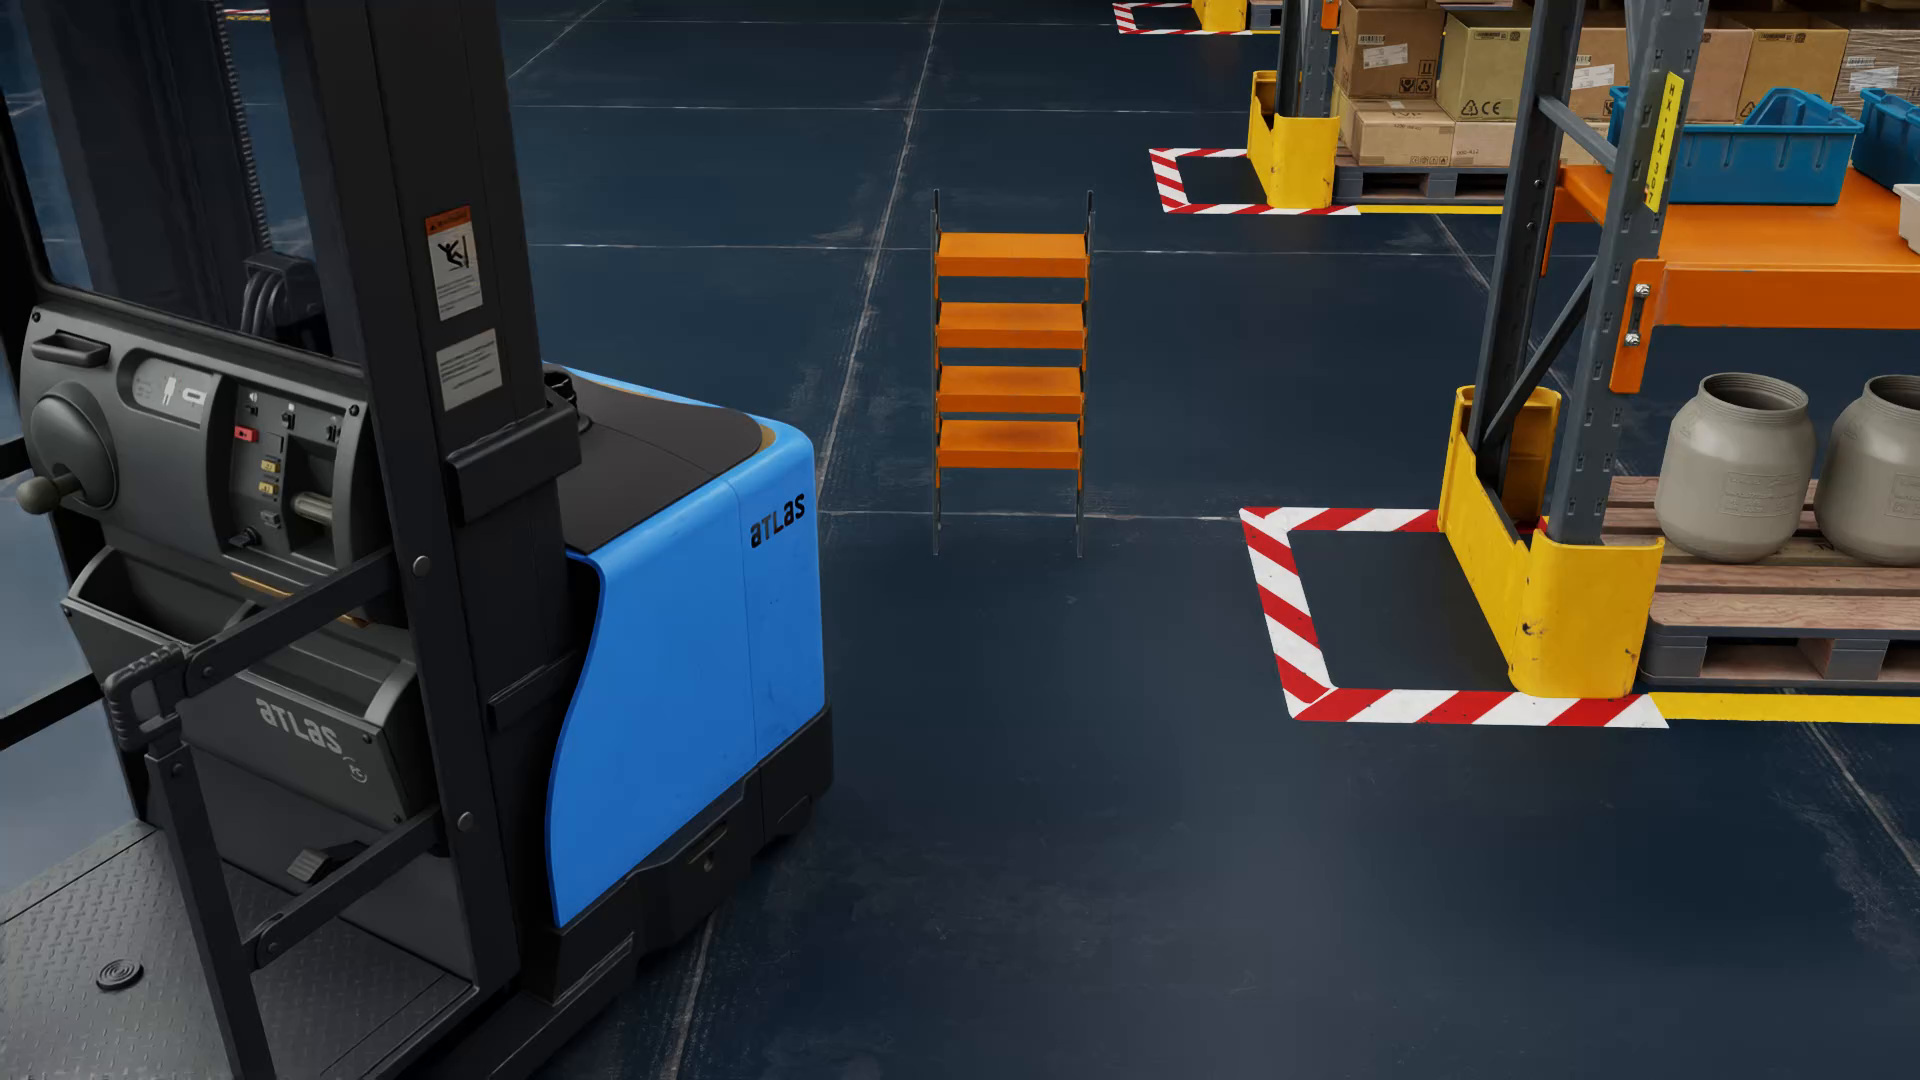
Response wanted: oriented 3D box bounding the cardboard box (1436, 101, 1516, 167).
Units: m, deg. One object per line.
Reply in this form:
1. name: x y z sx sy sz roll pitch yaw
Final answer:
1. cardboard box: 2.963 -2.284 9.343 0.500 0.250 0.500 1 28 2

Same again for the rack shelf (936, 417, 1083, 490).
1. rack shelf: 0.165 -0.293 5.588 0.480 0.148 0.258 1 28 2

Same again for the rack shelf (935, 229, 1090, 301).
1. rack shelf: 0.165 -0.875 5.280 0.480 0.148 0.258 1 28 2

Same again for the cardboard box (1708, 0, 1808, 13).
1. cardboard box: 4.481 -2.839 9.590 0.500 0.500 0.500 1 28 2

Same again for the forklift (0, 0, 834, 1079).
1. forklift: -1.519 -0.135 2.875 1.130 2.935 3.031 16 32 27

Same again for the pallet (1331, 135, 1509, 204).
1. pallet: 2.701 -2.208 9.689 1.213 0.211 1.003 1 28 2

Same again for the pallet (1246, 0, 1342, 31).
1. pallet: 2.993 -4.488 13.991 1.213 0.211 1.003 1 28 2

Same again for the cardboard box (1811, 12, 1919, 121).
1. cardboard box: 4.962 -2.588 9.116 0.500 0.500 0.500 1 28 2

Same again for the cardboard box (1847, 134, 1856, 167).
1. cardboard box: 4.962 -2.256 9.290 0.500 0.250 0.500 1 28 2

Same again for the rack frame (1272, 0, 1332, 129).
1. rack frame: 1.935 -3.433 9.023 0.127 3.000 1.000 1 28 2

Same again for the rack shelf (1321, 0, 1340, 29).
1. rack shelf: 3.934 -3.082 9.129 4.000 0.370 1.077 1 28 2

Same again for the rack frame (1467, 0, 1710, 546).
1. rack frame: 1.756 -1.114 4.649 0.127 3.000 1.000 1 28 2

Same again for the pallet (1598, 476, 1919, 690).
1. pallet: 2.646 0.113 5.312 1.213 0.211 1.003 1 28 2

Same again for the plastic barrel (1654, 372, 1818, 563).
1. plastic barrel: 2.417 -0.226 5.181 0.421 0.512 0.421 0 28 0

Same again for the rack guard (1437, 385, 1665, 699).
1. rack guard: 1.834 -0.031 5.274 0.348 0.500 1.175 1 28 2

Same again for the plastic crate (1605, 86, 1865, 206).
1. plastic crate: 2.267 -1.180 4.933 0.616 0.251 0.499 1 28 2

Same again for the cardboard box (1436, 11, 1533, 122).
1. cardboard box: 2.963 -2.614 9.166 0.500 0.500 0.500 1 28 2

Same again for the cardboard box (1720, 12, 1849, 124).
1. cardboard box: 4.462 -2.594 9.128 0.500 0.500 0.500 1 28 2

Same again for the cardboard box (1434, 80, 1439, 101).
1. cardboard box: 2.981 -2.530 9.808 0.500 0.250 0.500 1 28 2

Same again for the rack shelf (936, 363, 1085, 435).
1. rack shelf: 0.165 -0.468 5.495 0.480 0.148 0.258 1 28 2

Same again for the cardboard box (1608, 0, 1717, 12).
1. cardboard box: 3.981 -2.847 9.604 0.500 0.500 0.500 1 28 2

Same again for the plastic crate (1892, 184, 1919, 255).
1. plastic crate: 2.639 -0.832 4.399 0.250 0.136 0.298 1 28 2

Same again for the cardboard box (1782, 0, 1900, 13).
1. cardboard box: 4.980 -2.827 9.568 0.500 0.500 0.500 1 28 2

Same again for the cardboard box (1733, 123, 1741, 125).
1. cardboard box: 4.462 -2.257 9.292 0.500 0.250 0.500 1 28 2

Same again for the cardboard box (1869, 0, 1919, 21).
1. cardboard box: 5.480 -2.823 9.559 0.500 0.500 0.500 1 28 2

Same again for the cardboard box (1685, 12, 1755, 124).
1. cardboard box: 3.962 -2.596 9.131 0.500 0.500 0.500 1 28 2

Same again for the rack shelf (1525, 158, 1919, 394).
1. rack shelf: 3.755 -0.763 4.756 4.000 0.370 1.077 1 28 2

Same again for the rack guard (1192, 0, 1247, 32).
1. rack guard: 2.182 -4.646 13.980 0.348 0.500 1.175 1 28 2

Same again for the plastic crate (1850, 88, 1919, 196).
1. plastic crate: 2.916 -1.167 4.908 0.408 0.251 0.499 1 28 2

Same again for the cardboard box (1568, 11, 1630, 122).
1. cardboard box: 3.463 -2.612 9.162 0.500 0.500 0.500 1 28 2

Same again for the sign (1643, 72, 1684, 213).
1. sign: 1.733 -0.979 4.099 0.005 0.325 0.100 1 28 2

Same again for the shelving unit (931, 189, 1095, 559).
1. shelving unit: 0.165 -0.527 5.464 0.503 1.200 0.258 1 28 2

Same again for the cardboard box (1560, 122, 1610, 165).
1. cardboard box: 3.463 -2.275 9.327 0.500 0.250 0.500 1 28 2

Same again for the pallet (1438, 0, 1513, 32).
1. pallet: 4.209 -4.467 13.951 1.213 0.211 1.003 1 28 2

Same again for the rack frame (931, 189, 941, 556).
1. rack frame: -0.078 -0.531 5.471 0.015 1.200 0.240 1 28 2

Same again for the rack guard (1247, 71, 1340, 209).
1. rack guard: 1.911 -2.329 9.609 0.348 0.500 1.175 1 28 2

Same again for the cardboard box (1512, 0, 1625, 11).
1. cardboard box: 3.481 -2.856 9.621 0.500 0.500 0.500 1 28 2

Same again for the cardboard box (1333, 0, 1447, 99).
1. cardboard box: 2.481 -2.865 9.639 0.500 0.500 0.500 1 28 2

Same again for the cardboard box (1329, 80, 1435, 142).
1. cardboard box: 2.481 -2.533 9.813 0.500 0.250 0.500 1 28 2

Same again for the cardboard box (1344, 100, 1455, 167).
1. cardboard box: 2.463 -2.290 9.356 0.500 0.250 0.500 1 28 2

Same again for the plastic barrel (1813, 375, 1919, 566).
1. plastic barrel: 2.918 -0.217 5.165 0.421 0.512 0.421 0 28 0

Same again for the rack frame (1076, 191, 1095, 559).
1. rack frame: 0.409 -0.523 5.456 0.015 1.200 0.240 1 28 2

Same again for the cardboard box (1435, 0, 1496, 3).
1. cardboard box: 4.095 -4.743 13.694 0.500 0.500 0.700 -1 28 -1

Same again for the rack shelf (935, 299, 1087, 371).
1. rack shelf: 0.165 -0.666 5.391 0.480 0.148 0.258 1 28 2
